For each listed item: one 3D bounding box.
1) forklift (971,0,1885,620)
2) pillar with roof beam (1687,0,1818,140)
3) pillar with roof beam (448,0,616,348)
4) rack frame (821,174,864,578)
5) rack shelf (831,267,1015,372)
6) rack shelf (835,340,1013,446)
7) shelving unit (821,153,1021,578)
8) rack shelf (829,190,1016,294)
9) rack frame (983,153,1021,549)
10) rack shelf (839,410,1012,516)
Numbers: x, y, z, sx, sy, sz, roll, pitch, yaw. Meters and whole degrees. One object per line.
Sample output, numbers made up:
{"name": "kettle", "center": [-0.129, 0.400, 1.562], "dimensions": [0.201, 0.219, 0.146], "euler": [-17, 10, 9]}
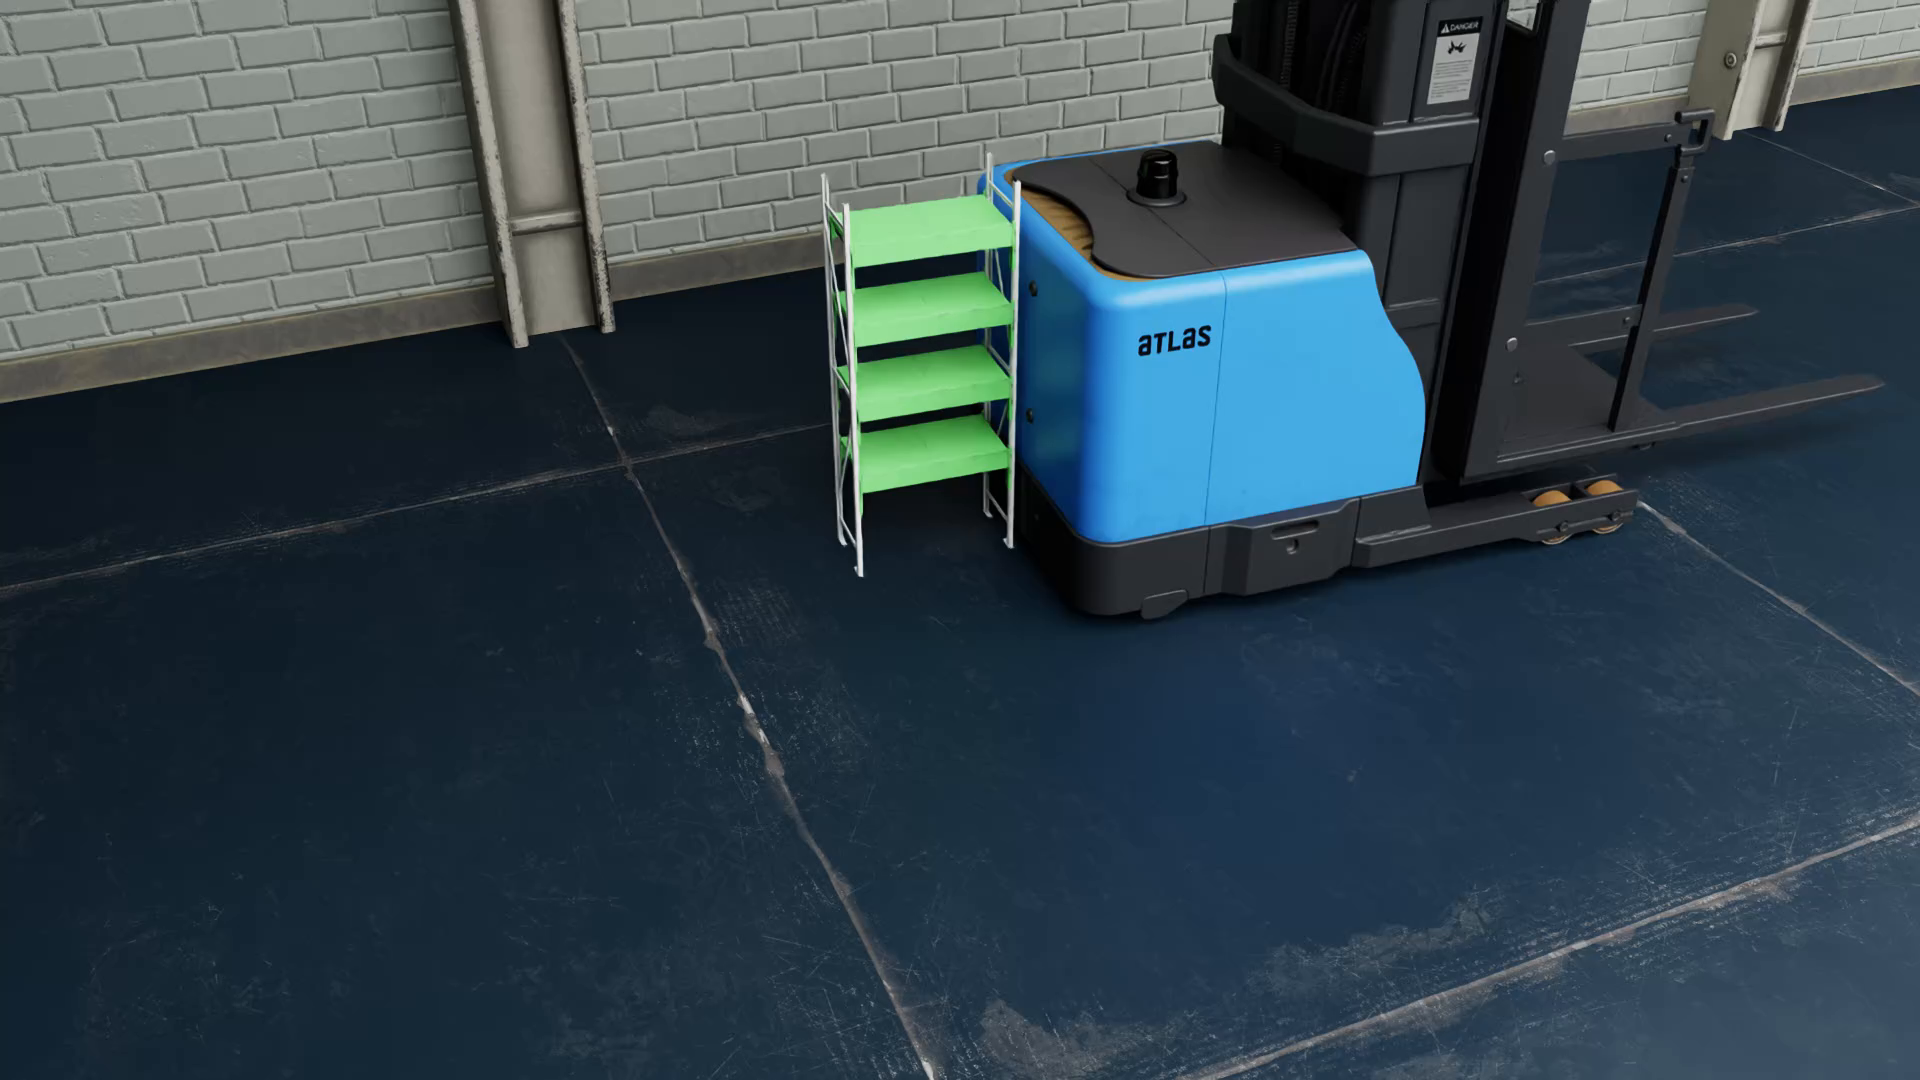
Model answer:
{"name": "forklift", "center": [1.611, -1.475, 4.829], "dimensions": [3.031, 2.935, 1.130], "euler": [-11, 35, -16]}
{"name": "pillar with roof beam", "center": [5.611, -3.728, 2.728], "dimensions": [0.400, 9.000, 9.100], "euler": [-13, 35, -19]}
{"name": "pillar with roof beam", "center": [0.078, -2.461, 0.781], "dimensions": [0.400, 9.000, 9.100], "euler": [-13, 35, -19]}
{"name": "rack frame", "center": [-0.341, -0.451, 4.842], "dimensions": [0.015, 1.200, 0.240], "euler": [-11, 35, -16]}
{"name": "rack shelf", "center": [-0.110, -0.642, 4.813], "dimensions": [0.480, 0.148, 0.258], "euler": [-11, 35, -16]}
{"name": "rack shelf", "center": [-0.110, -0.441, 4.944], "dimensions": [0.480, 0.148, 0.258], "euler": [-11, 35, -16]}
{"name": "shelving unit", "center": [-0.110, -0.494, 4.909], "dimensions": [0.503, 1.200, 0.258], "euler": [-11, 35, -16]}
{"name": "rack shelf", "center": [-0.110, -0.843, 4.682], "dimensions": [0.480, 0.148, 0.258], "euler": [-11, 35, -16]}
{"name": "rack frame", "center": [0.120, -0.538, 4.976], "dimensions": [0.015, 1.200, 0.240], "euler": [-11, 35, -16]}
{"name": "rack shelf", "center": [-0.110, -0.240, 5.075], "dimensions": [0.480, 0.148, 0.258], "euler": [-11, 35, -16]}
